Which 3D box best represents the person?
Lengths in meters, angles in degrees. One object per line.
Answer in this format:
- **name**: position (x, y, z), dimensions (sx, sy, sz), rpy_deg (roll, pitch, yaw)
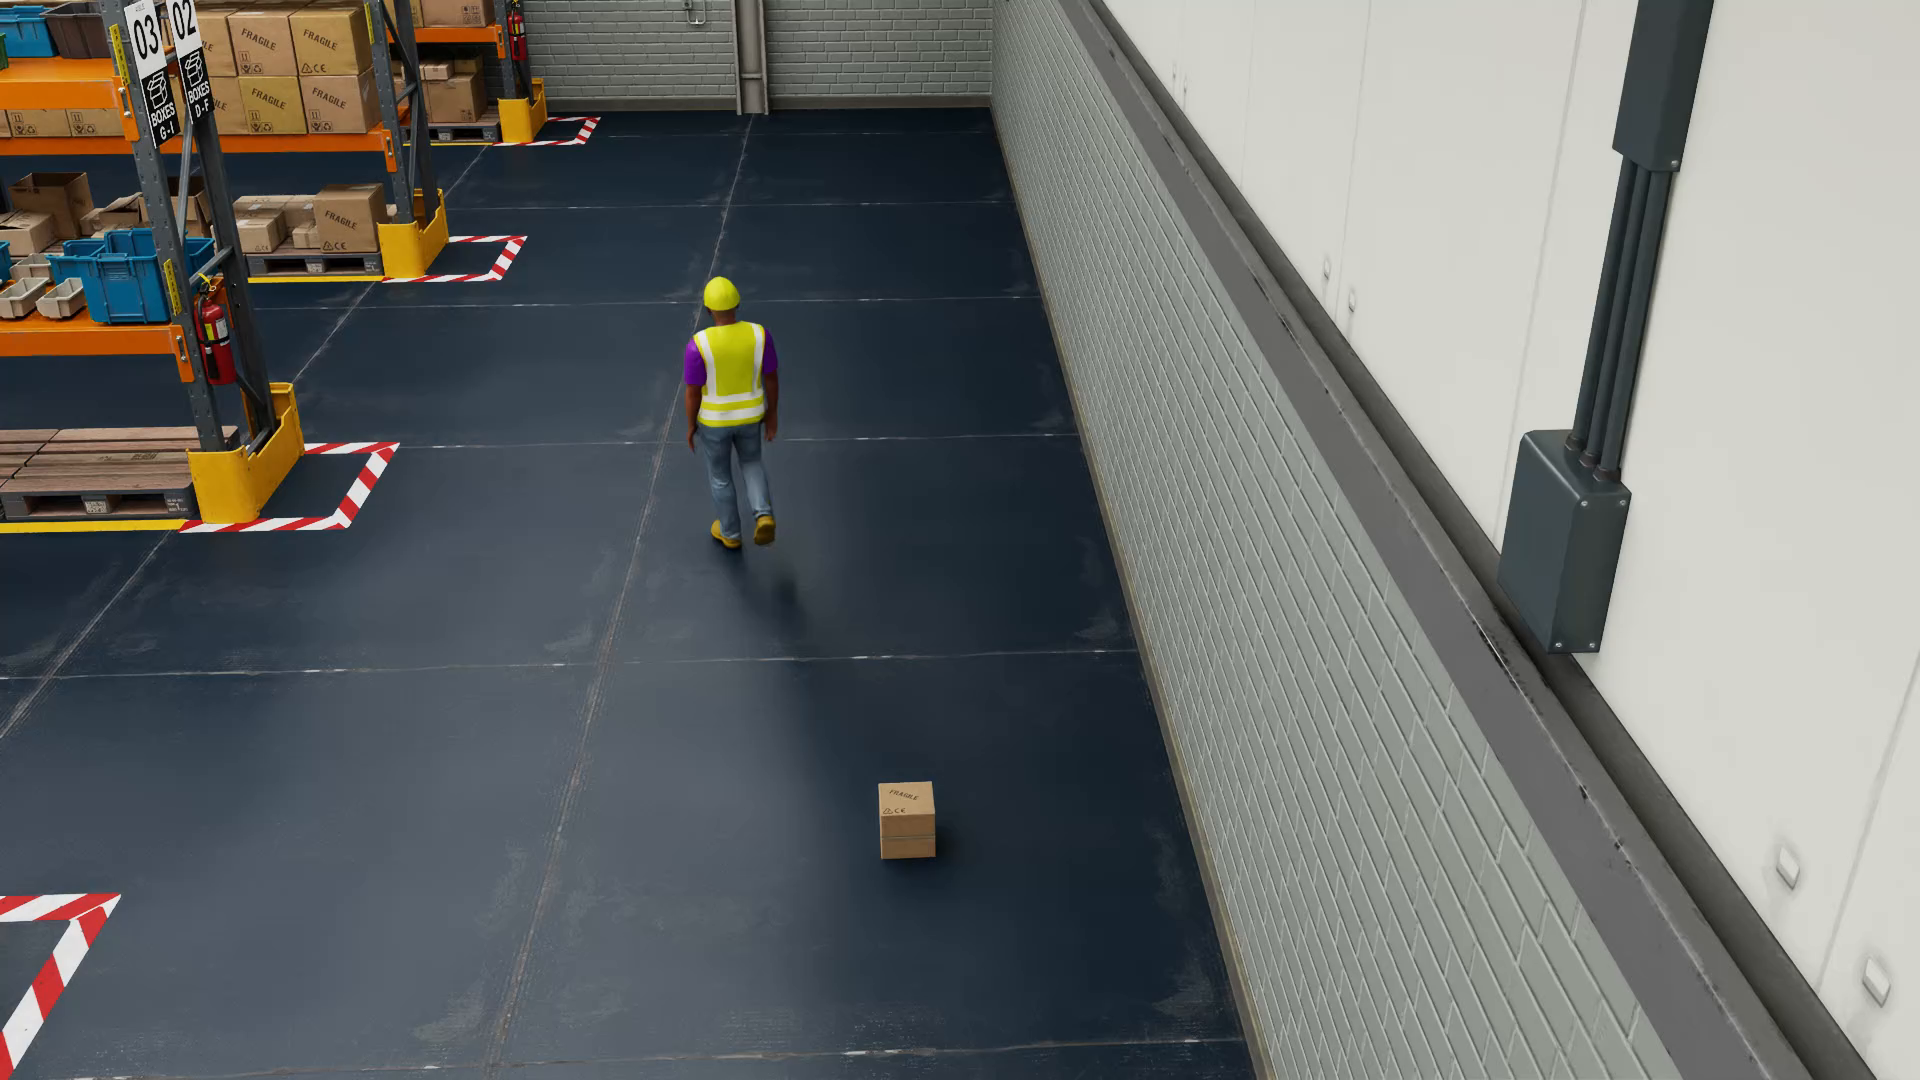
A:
- **person**: position (-1.361, -0.736, 9.970), dimensions (0.571, 1.756, 0.606), rpy_deg (-12, 30, -22)
